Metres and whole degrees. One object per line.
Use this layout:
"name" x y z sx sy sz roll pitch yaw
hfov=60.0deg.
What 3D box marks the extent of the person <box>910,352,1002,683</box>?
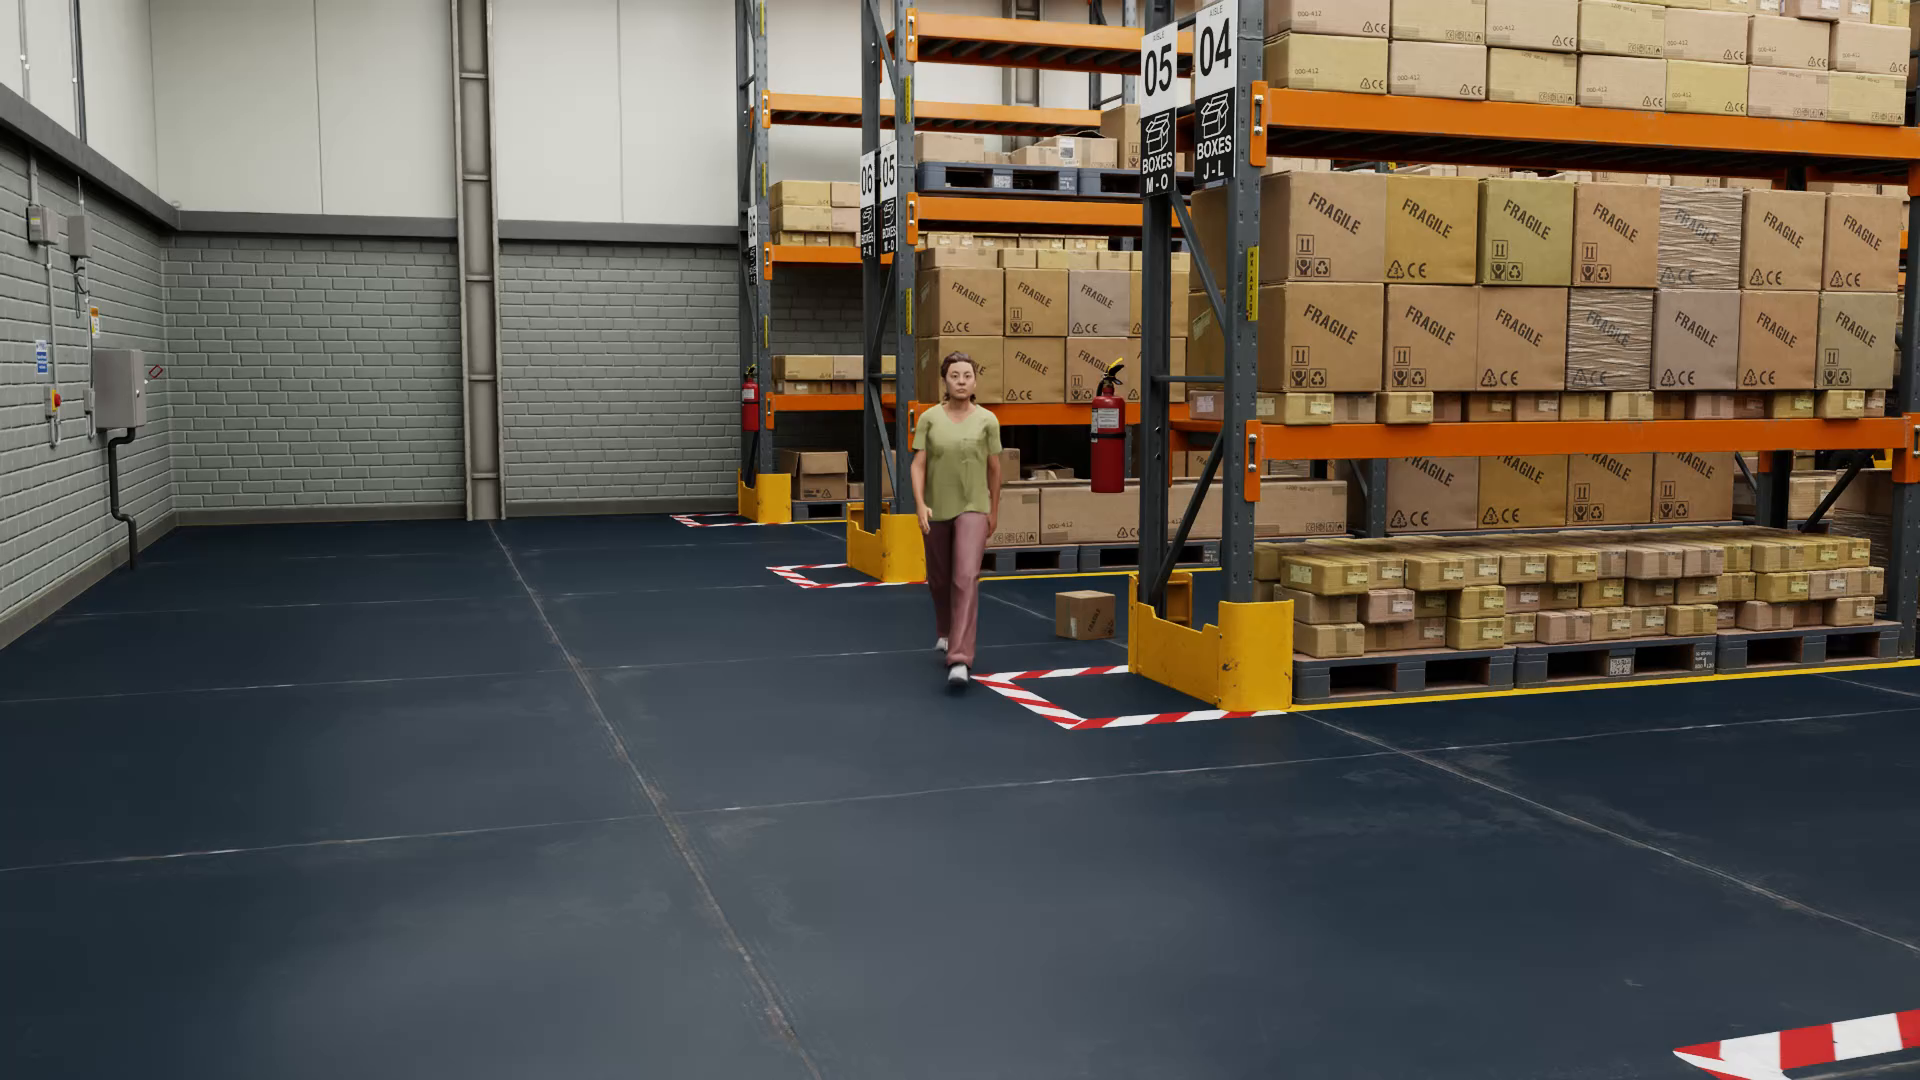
"person" -0.023 -0.133 8.386 0.443 1.616 1.064 1 6 9
